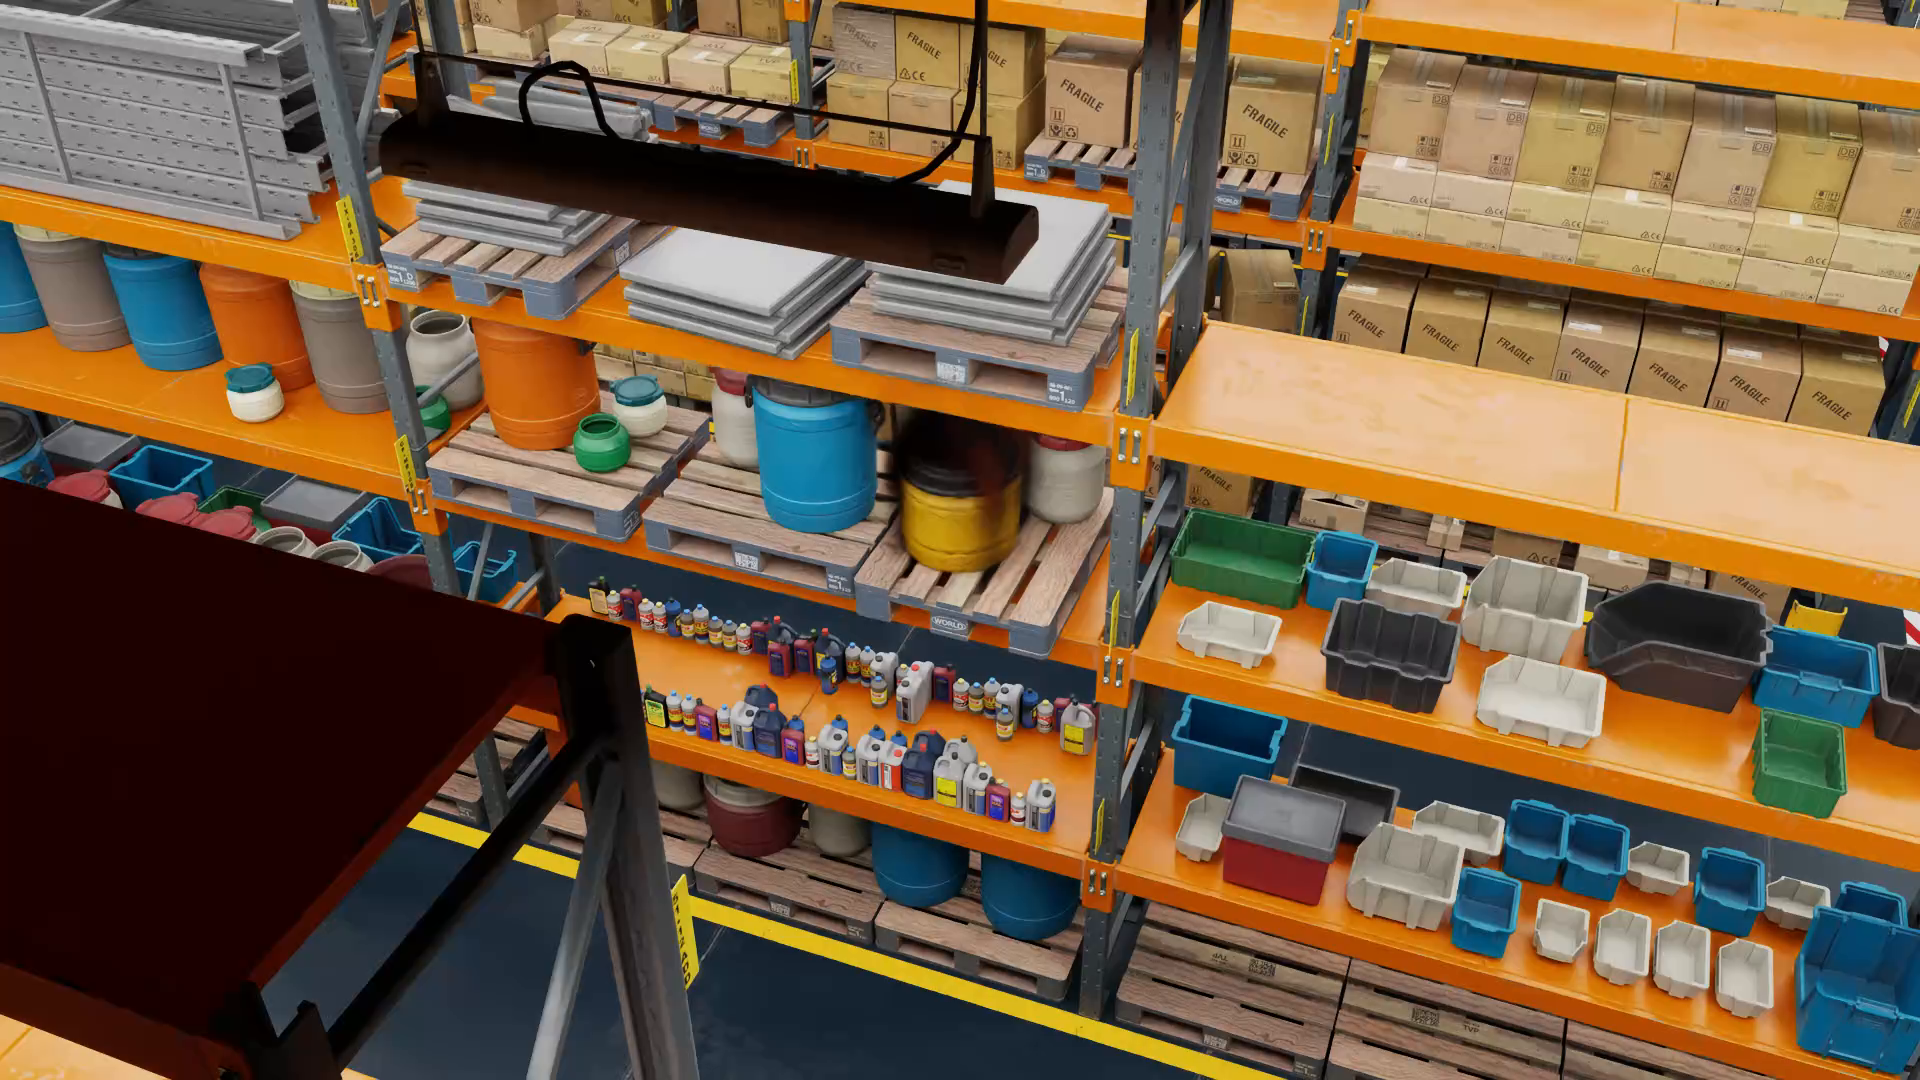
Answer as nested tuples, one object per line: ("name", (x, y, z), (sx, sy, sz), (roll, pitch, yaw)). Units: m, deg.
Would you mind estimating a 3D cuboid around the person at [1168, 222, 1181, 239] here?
("person", (2.034, -2.803, 15.687), (0.563, 1.791, 0.487), (-17, 40, -22))
